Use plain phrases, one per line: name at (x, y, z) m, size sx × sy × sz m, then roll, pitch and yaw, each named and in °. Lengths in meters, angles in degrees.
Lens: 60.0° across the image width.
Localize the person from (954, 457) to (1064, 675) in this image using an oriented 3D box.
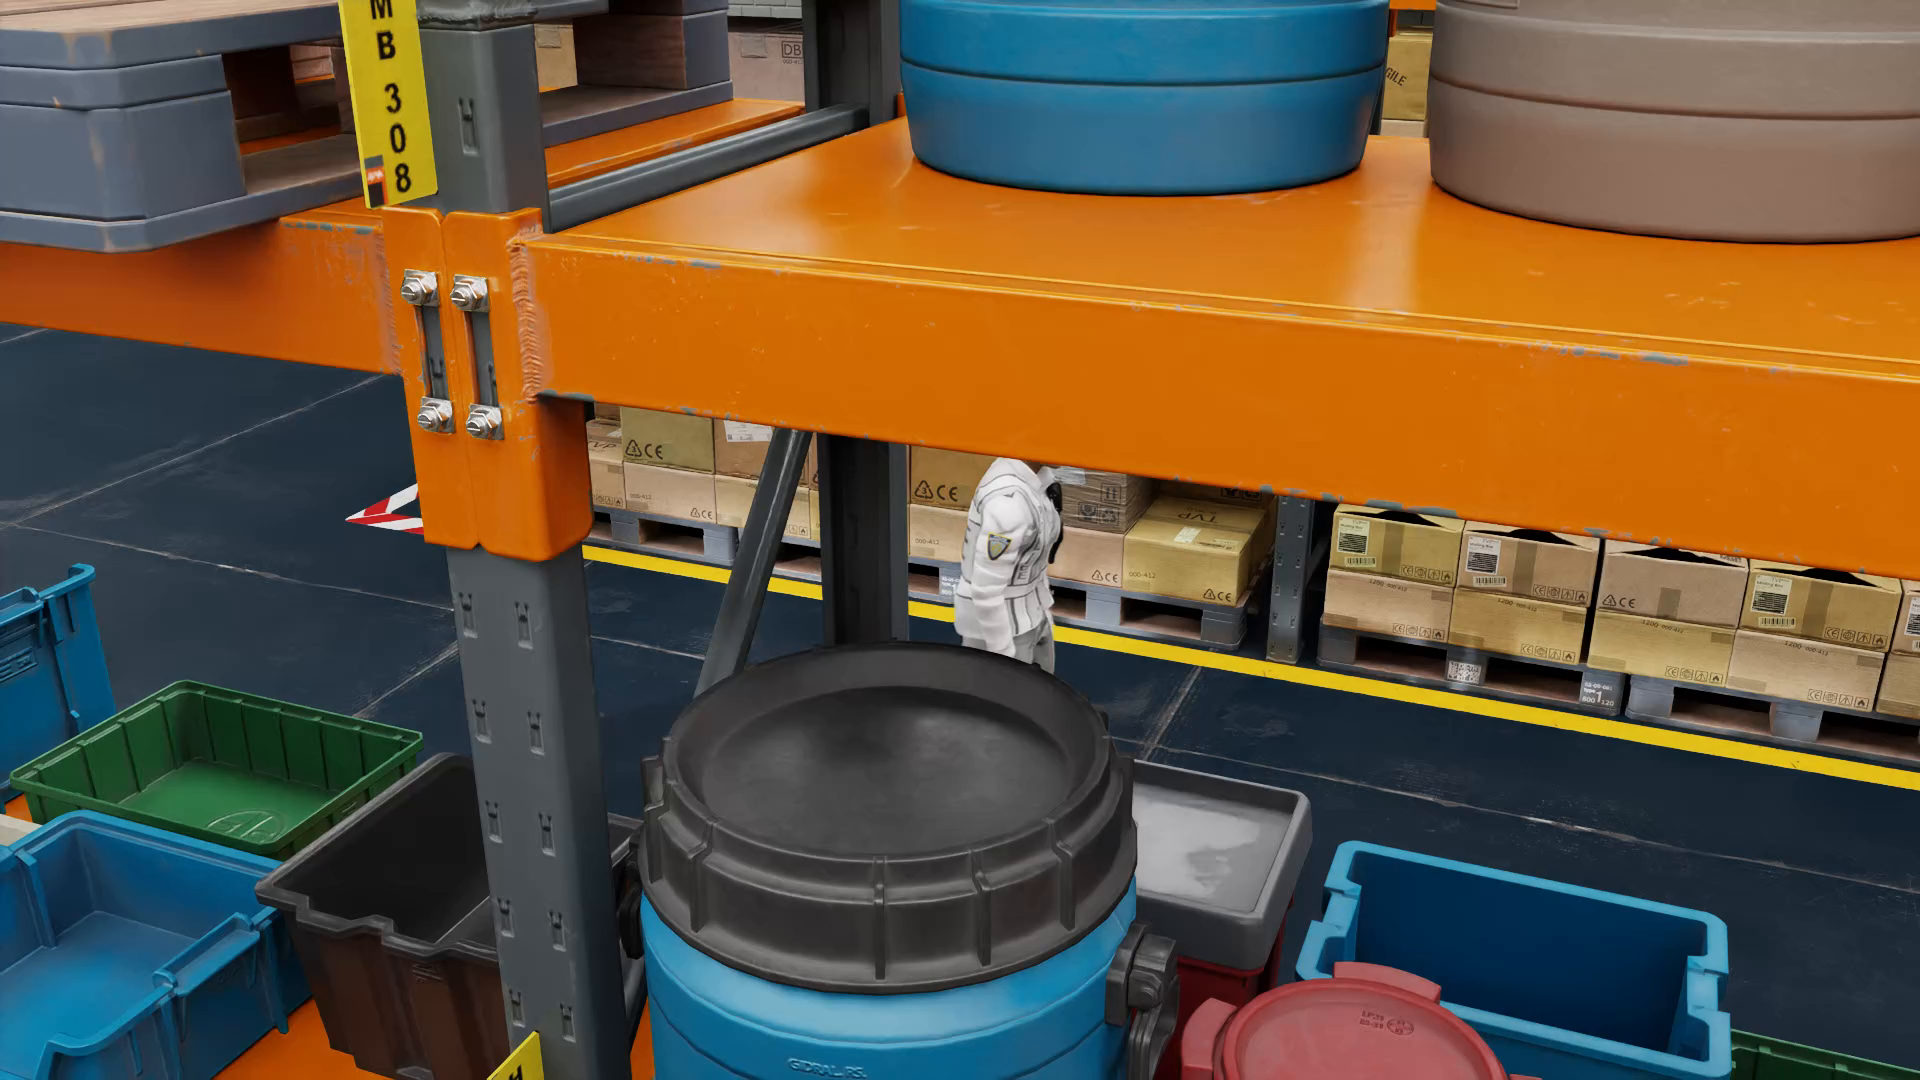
person at (0.181, 0.302, 5.353) m, size 0.371 × 1.666 × 0.547 m, roll 7°, pitch 24°, yaw 17°
